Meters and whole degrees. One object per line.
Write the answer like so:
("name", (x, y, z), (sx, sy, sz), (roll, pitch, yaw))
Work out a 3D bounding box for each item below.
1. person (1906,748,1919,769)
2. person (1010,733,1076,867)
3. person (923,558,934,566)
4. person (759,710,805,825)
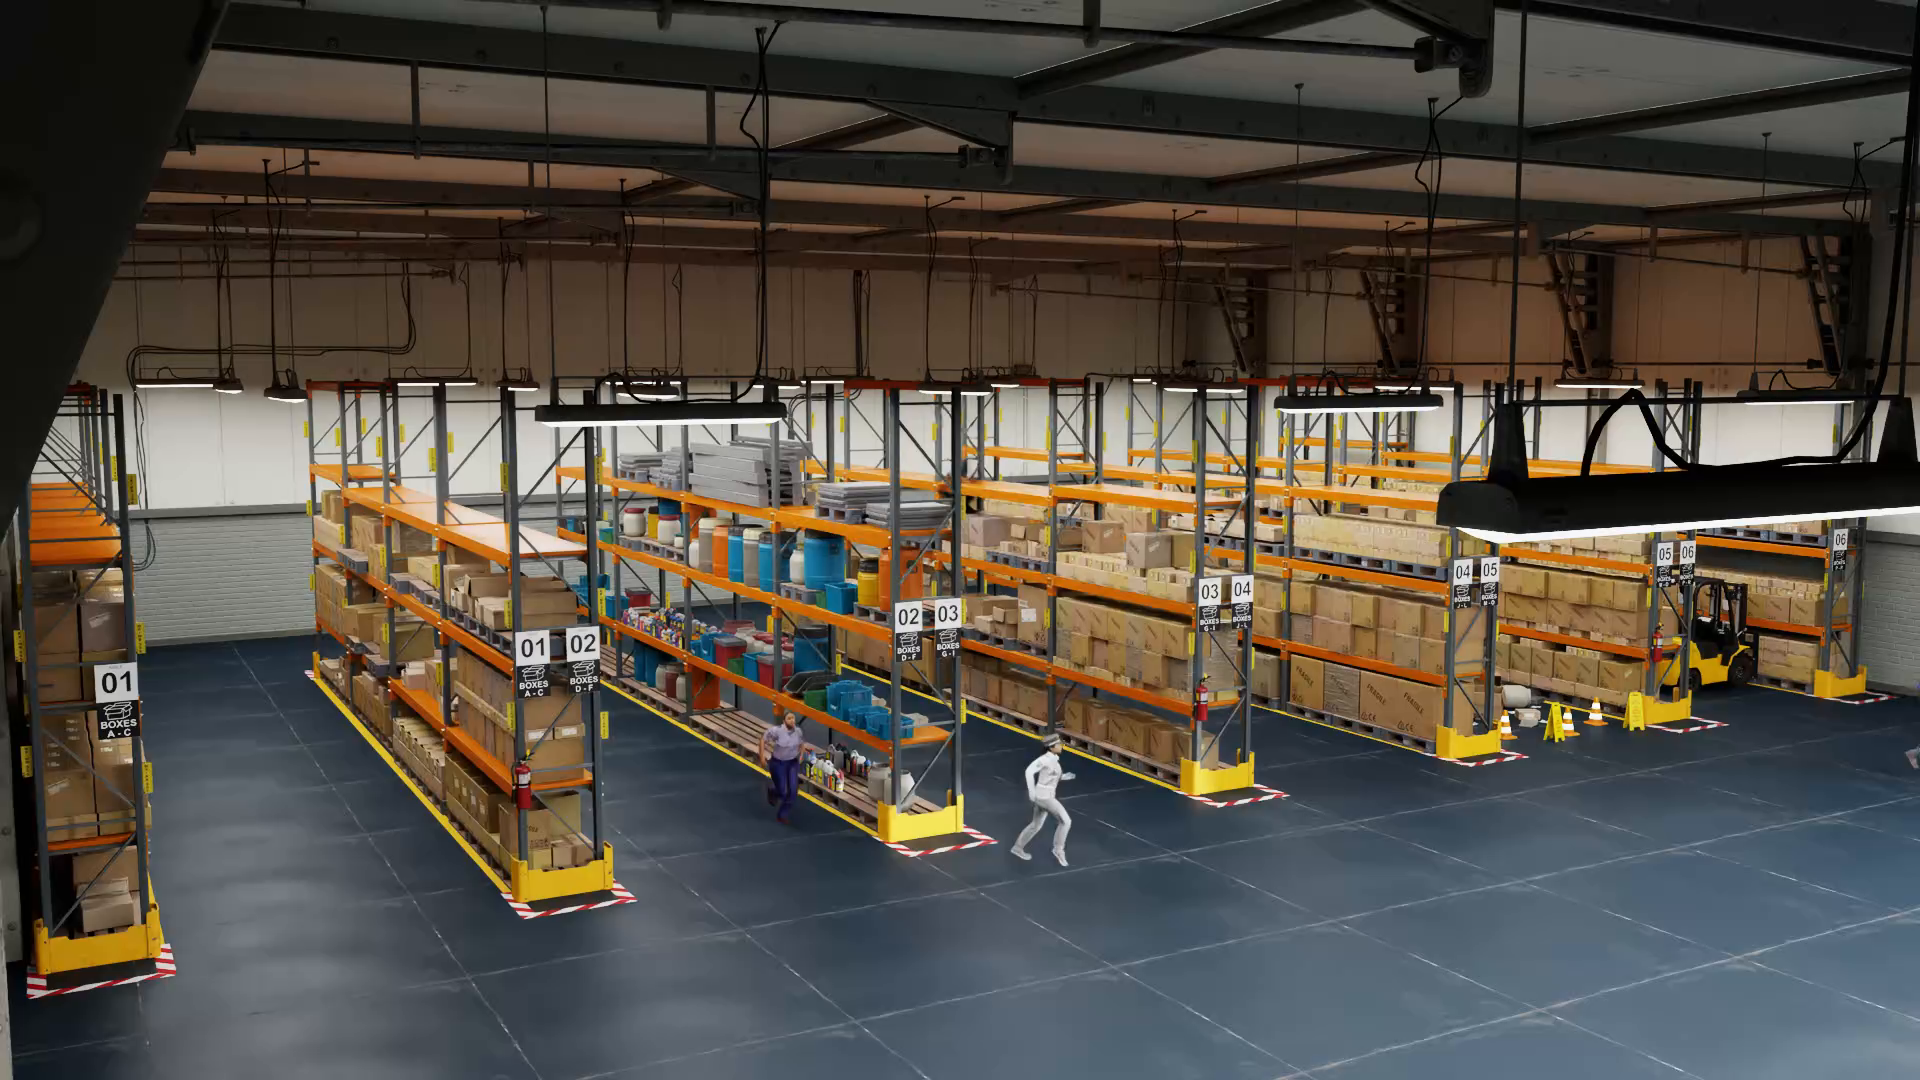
("person", (14.964, 2.836, 25.383), (0.875, 1.647, 0.599), (3, 7, 29))
("person", (1.043, 3.278, 20.953), (0.822, 1.712, 0.636), (1, 6, 8))
("person", (-0.764, 1.116, 41.362), (0.578, 1.657, 0.841), (2, 6, 16))
("person", (-2.427, 3.133, 22.909), (0.644, 1.594, 0.647), (-4, 7, -33))
